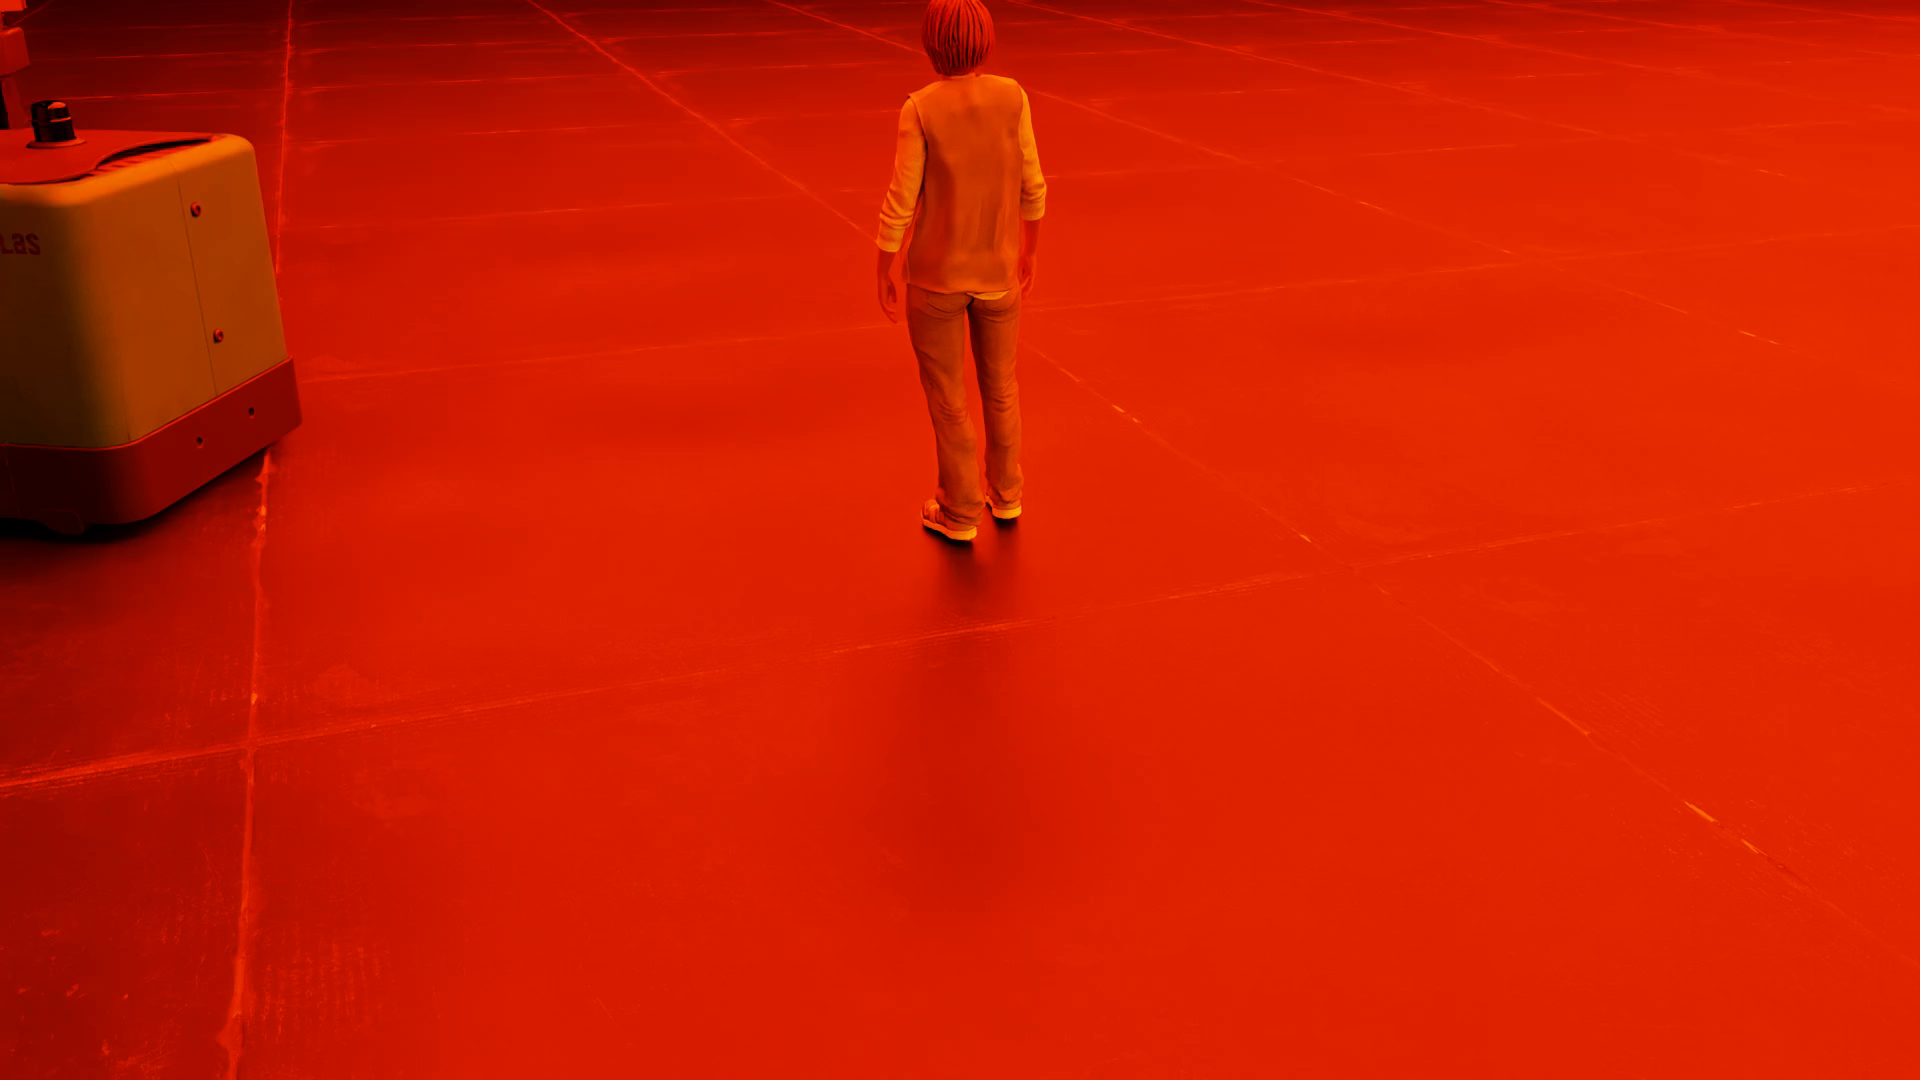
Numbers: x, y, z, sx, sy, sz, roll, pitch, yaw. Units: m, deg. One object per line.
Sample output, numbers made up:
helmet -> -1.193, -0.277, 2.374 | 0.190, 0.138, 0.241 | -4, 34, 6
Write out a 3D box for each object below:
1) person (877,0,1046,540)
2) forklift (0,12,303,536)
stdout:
person -> -0.013, -0.765, 4.839 | 0.521, 1.584, 0.473 | -8, 24, -18
forklift -> -3.885, -1.617, 5.144 | 3.031, 2.935, 1.130 | 4, 23, 8
